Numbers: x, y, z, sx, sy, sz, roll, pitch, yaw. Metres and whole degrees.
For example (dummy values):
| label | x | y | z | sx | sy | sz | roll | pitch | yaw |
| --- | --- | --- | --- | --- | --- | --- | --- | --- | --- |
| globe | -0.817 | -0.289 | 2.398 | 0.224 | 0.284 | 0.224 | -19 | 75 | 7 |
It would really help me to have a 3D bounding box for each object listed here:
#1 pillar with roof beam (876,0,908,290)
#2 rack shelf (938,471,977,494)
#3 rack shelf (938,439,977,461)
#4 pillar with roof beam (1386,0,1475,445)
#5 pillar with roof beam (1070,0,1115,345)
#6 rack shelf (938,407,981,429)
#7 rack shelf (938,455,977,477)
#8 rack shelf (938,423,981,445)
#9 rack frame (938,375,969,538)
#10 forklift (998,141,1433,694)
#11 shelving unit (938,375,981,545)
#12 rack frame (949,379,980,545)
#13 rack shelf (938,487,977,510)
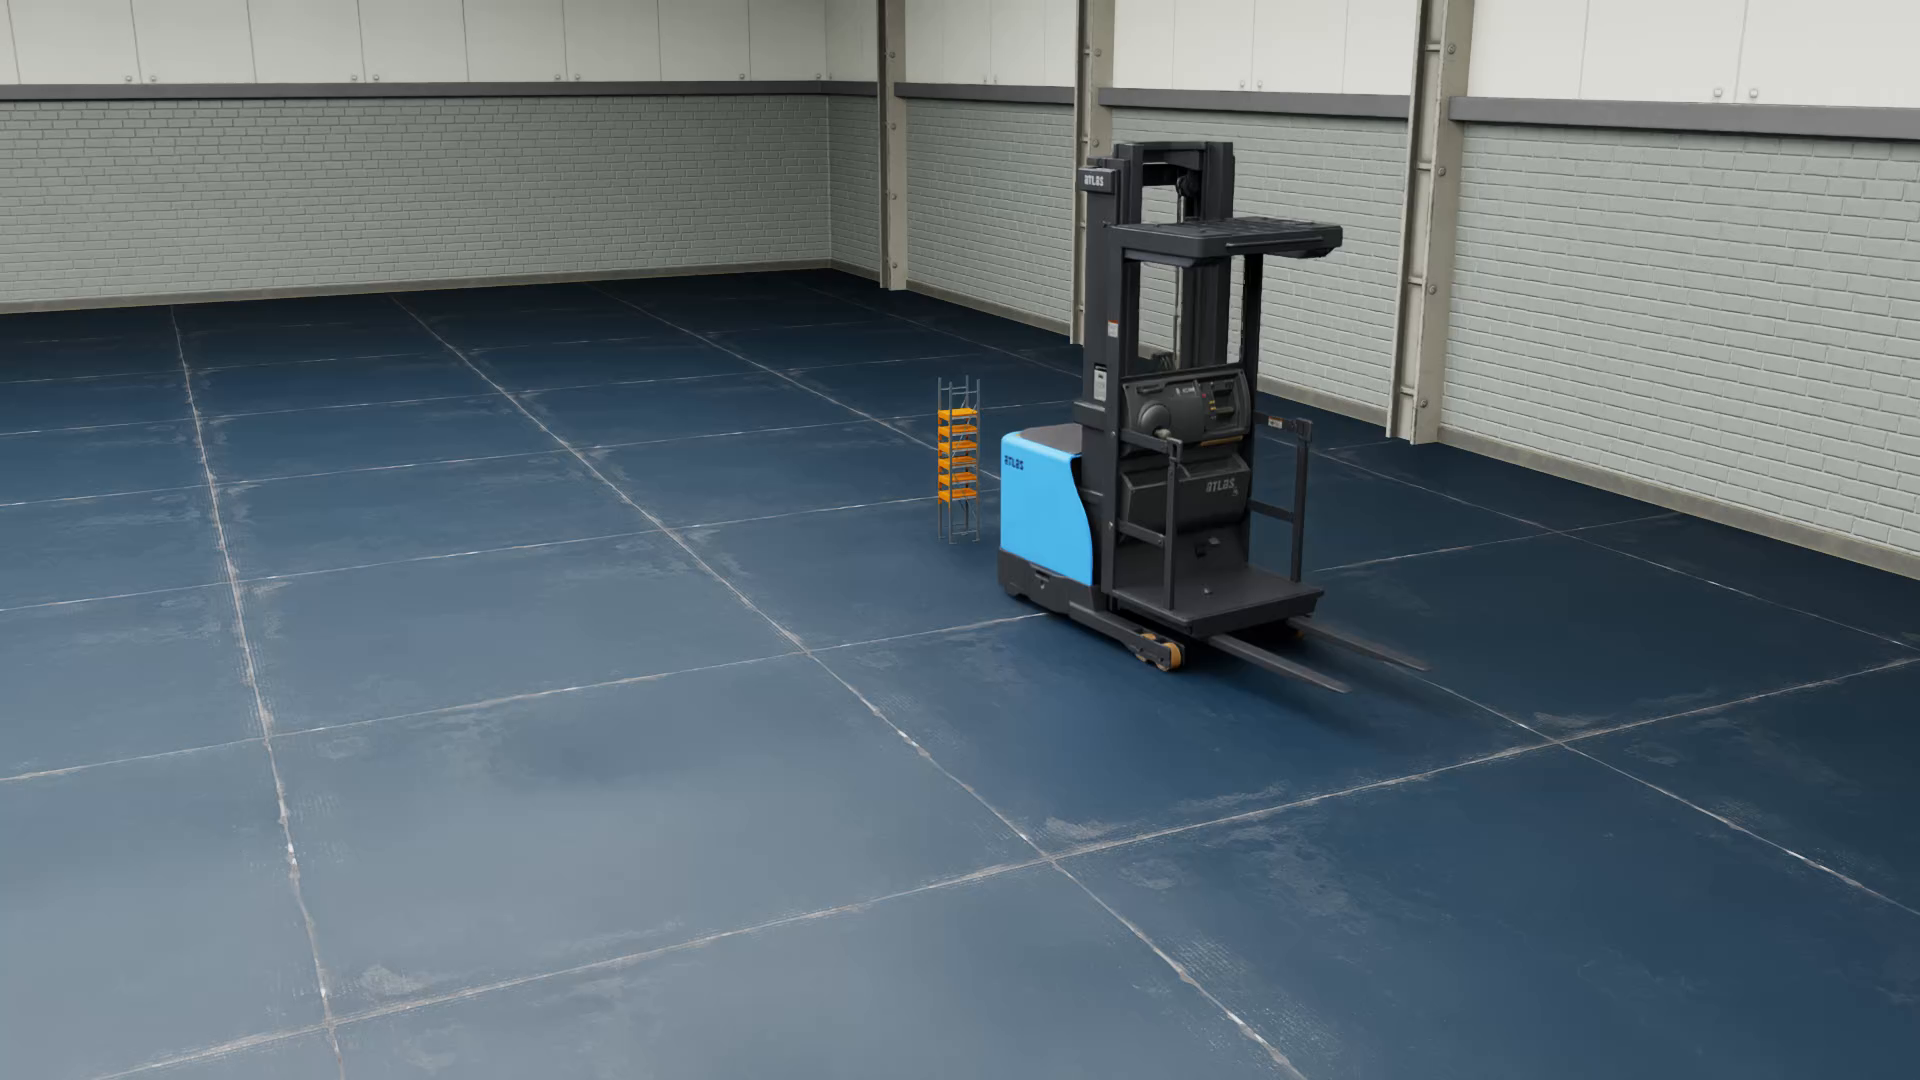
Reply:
| label | x | y | z | sx | sy | sz | roll | pitch | yaw |
| --- | --- | --- | --- | --- | --- | --- | --- | --- | --- |
| pillar with roof beam | -4.899 | -7.726 | 22.861 | 9.100 | 9.000 | 0.400 | -8 | 18 | -25 |
| rack shelf | -0.006 | -0.422 | 12.143 | 0.258 | 0.103 | 0.180 | -8 | 18 | -25 |
| rack shelf | -0.006 | -0.653 | 12.077 | 0.258 | 0.103 | 0.180 | -8 | 18 | -25 |
| pillar with roof beam | 0.358 | -4.751 | 12.492 | 9.100 | 9.000 | 0.400 | -8 | 18 | -25 |
| pillar with roof beam | -2.270 | -6.239 | 17.676 | 9.100 | 9.000 | 0.400 | -8 | 18 | -25 |
| rack shelf | -0.006 | -0.884 | 12.011 | 0.258 | 0.103 | 0.180 | -8 | 18 | -25 |
| rack shelf | -0.006 | -0.538 | 12.110 | 0.258 | 0.103 | 0.180 | -8 | 18 | -25 |
| rack shelf | -0.006 | -0.768 | 12.044 | 0.258 | 0.103 | 0.180 | -8 | 18 | -25 |
| rack frame | -0.046 | -0.603 | 12.177 | 0.240 | 1.200 | 0.006 | -8 | 18 | -25 |
| forklift | 1.470 | -0.799 | 9.721 | 1.130 | 2.935 | 3.031 | -10 | 19 | -31 |
| shelving unit | -0.006 | -0.580 | 12.098 | 0.258 | 1.200 | 0.189 | -8 | 18 | -25 |
| rack frame | 0.034 | -0.558 | 12.019 | 0.240 | 1.200 | 0.006 | -8 | 18 | -25 |
| rack shelf | -0.006 | -0.307 | 12.176 | 0.258 | 0.103 | 0.180 | -8 | 18 | -25 |
